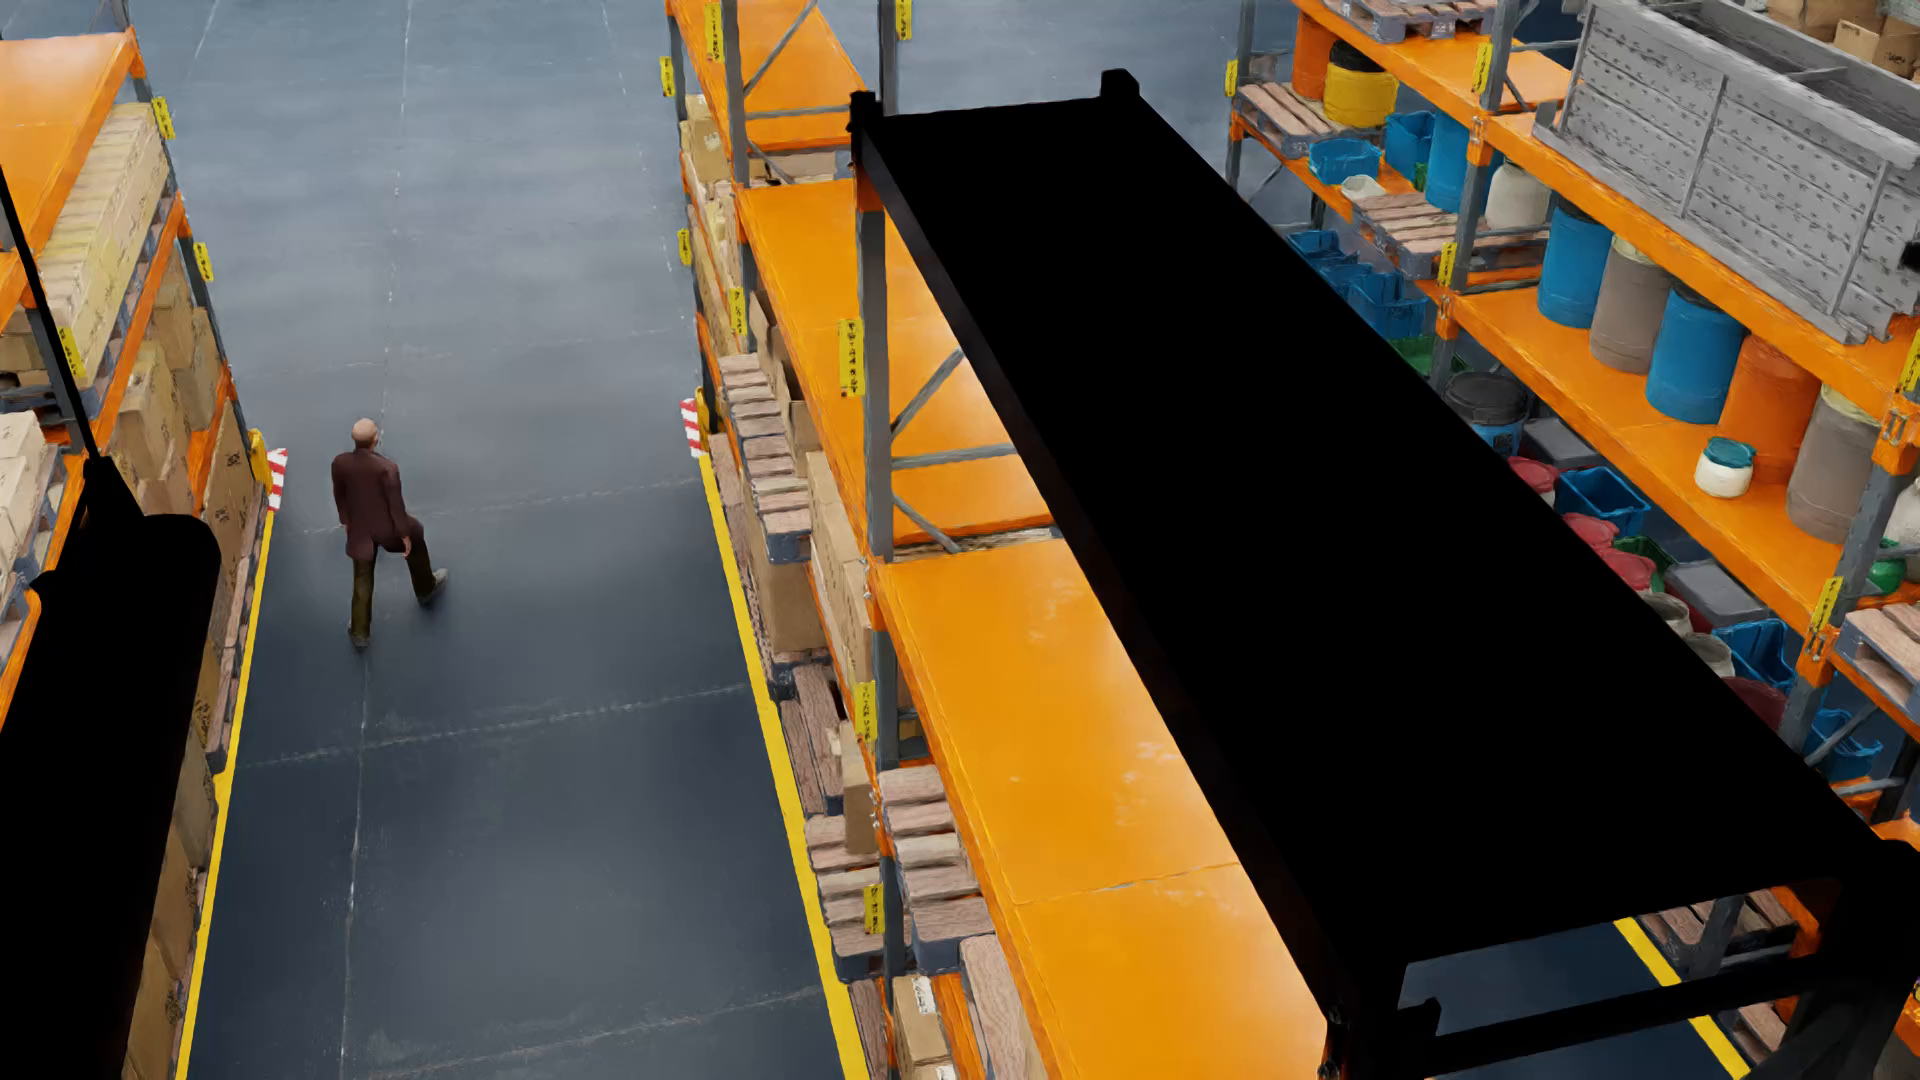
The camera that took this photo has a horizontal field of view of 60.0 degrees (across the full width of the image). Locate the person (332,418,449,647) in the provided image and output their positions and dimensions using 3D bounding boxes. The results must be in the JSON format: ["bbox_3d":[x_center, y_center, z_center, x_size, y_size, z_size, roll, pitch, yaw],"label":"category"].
[{"bbox_3d":[-4.469,-0.113,12.741,0.636,1.723,1.046,4,35,6],"label":"person"}]
